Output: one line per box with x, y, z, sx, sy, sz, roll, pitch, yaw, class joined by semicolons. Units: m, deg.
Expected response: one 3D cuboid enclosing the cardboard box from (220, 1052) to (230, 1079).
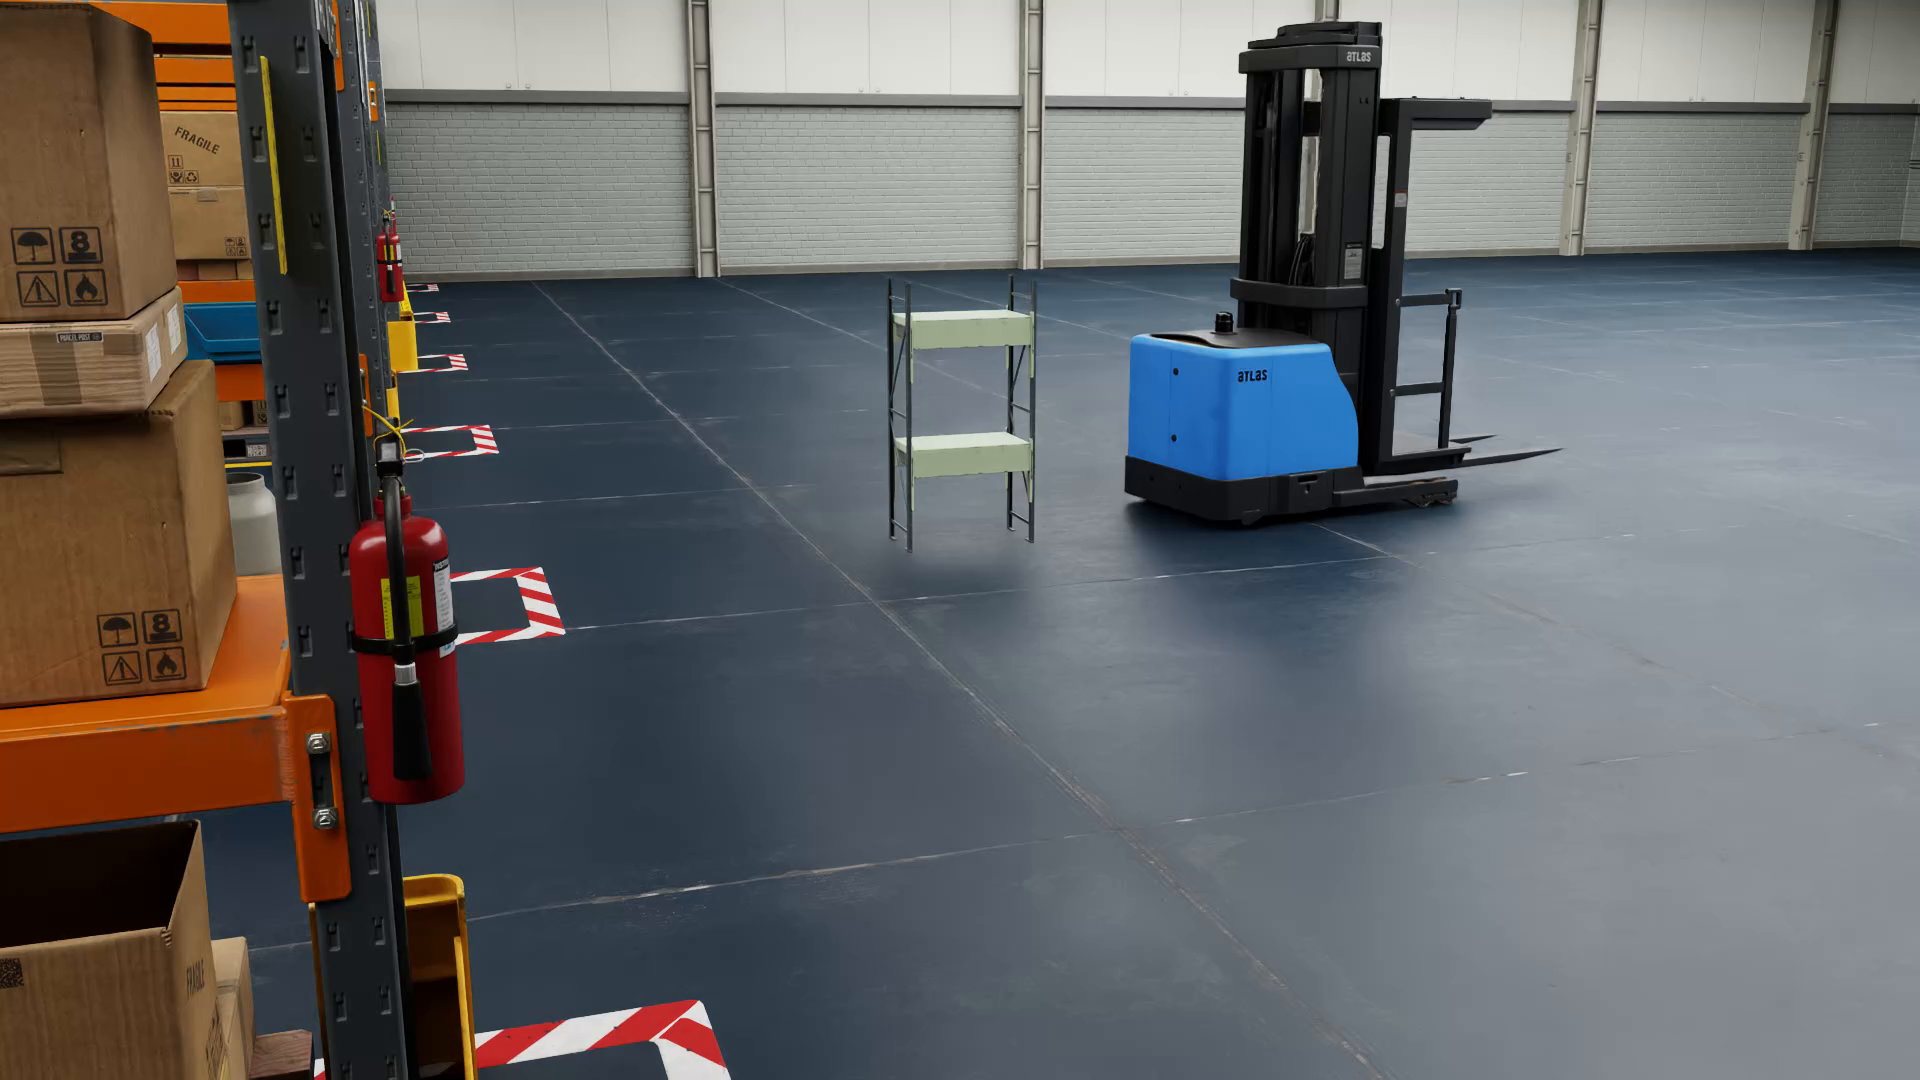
-1.637;1.218;3.074;0.500;0.250;0.500;-4;14;-18;cardboard box

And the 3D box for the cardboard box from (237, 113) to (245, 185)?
-4.821;-2.778;11.819;0.500;0.500;0.500;-4;14;-18;cardboard box

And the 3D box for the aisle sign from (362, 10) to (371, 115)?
-4.415;-3.528;12.374;0.004;0.787;0.394;-4;14;-18;aisle sign

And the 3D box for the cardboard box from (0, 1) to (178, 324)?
-1.719;-0.664;2.932;0.500;0.500;0.700;-4;14;-18;cardboard box

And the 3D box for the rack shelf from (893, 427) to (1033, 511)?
0.006;-0.413;9.547;0.720;0.370;0.431;-4;14;-18;rack shelf

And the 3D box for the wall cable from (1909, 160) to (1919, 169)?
21.574;-9.150;35.375;0.112;2.526;3.097;-4;14;-18;wall cable

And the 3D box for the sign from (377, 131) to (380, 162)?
-5.705;-3.846;16.318;0.005;0.325;0.100;-4;14;-18;sign

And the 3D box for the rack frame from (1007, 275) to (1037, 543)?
0.353;-0.757;9.585;0.023;1.500;0.400;-4;14;-18;rack frame

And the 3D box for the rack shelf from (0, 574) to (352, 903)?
-3.118;0.478;2.706;4.000;0.370;1.077;-4;14;-18;rack shelf

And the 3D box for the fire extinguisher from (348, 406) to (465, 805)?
-0.962;0.111;2.861;0.183;0.674;0.296;-4;14;-18;fire extinguisher

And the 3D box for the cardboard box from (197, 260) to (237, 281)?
-5.282;-1.941;11.864;0.250;0.149;0.380;-4;14;-18;cardboard box

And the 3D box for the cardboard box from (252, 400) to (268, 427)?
-4.976;-1.138;12.441;0.500;0.500;0.500;-2;14;-8;cardboard box

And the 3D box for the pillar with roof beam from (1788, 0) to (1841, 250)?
19.733;-9.789;31.352;0.400;9.000;9.100;-4;14;-18;pillar with roof beam

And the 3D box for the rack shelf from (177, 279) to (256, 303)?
-6.274;-1.695;11.842;4.000;0.370;1.077;-4;14;-18;rack shelf

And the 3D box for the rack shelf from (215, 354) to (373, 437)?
-4.694;-0.609;7.275;4.000;0.370;1.077;-4;14;-18;rack shelf

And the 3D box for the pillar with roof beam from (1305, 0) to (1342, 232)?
8.360;-8.904;27.628;0.400;9.000;9.100;-4;14;-18;pillar with roof beam

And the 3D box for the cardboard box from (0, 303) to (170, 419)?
-1.524;-0.314;2.863;0.250;0.149;0.380;-5;14;-19;cardboard box

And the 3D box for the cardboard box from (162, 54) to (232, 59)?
-5.227;-3.450;11.508;0.500;0.250;0.500;-4;14;-18;cardboard box

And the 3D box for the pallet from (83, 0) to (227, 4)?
-3.614;-2.434;7.320;1.213;0.211;1.003;-4;14;-18;pallet

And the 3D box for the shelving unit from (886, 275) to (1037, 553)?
0.006;-0.730;9.471;0.755;1.500;0.431;-4;14;-18;shelving unit

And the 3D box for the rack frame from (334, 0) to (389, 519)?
-2.799;-1.106;7.812;0.127;3.000;1.000;-4;14;-18;rack frame

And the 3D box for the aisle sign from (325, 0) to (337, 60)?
-1.258;-1.356;3.246;0.004;0.787;0.394;-4;14;-18;aisle sign

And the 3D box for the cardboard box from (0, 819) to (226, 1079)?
-1.636;0.854;2.986;0.500;0.500;0.500;-4;14;-18;cardboard box

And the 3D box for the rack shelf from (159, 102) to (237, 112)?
-9.435;-5.328;20.632;4.000;0.370;1.077;-4;14;-18;rack shelf

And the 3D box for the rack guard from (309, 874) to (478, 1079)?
-1.200;1.195;3.540;0.348;0.500;1.175;-4;14;-18;rack guard

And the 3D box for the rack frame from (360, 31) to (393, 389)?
-4.378;-2.193;12.379;0.127;3.000;1.000;-4;14;-18;rack frame

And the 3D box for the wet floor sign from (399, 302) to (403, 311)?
-6.469;-2.579;19.091;0.232;0.644;0.267;-7;15;-28;wet floor sign

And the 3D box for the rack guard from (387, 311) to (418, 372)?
-5.842;-2.074;17.280;0.348;0.500;1.175;-4;14;-18;rack guard

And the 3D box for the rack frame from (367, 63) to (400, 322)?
-5.865;-3.288;16.984;0.127;3.000;1.000;-4;14;-18;rack frame

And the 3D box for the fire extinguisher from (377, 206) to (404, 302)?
-4.123;-2.062;11.998;0.183;0.674;0.296;-4;14;-18;fire extinguisher

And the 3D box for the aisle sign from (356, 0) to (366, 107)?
-2.824;-2.441;7.804;0.004;0.787;0.394;-4;14;-18;aisle sign

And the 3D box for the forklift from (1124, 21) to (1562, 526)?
2.596;-1.732;10.591;3.031;2.935;1.130;-7;15;-27;forklift

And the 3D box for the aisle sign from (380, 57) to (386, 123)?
-5.893;-4.624;16.981;0.004;0.787;0.394;-4;14;-18;aisle sign

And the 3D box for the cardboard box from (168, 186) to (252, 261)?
-5.344;-2.288;11.922;0.500;0.500;0.875;-4;14;-18;cardboard box
